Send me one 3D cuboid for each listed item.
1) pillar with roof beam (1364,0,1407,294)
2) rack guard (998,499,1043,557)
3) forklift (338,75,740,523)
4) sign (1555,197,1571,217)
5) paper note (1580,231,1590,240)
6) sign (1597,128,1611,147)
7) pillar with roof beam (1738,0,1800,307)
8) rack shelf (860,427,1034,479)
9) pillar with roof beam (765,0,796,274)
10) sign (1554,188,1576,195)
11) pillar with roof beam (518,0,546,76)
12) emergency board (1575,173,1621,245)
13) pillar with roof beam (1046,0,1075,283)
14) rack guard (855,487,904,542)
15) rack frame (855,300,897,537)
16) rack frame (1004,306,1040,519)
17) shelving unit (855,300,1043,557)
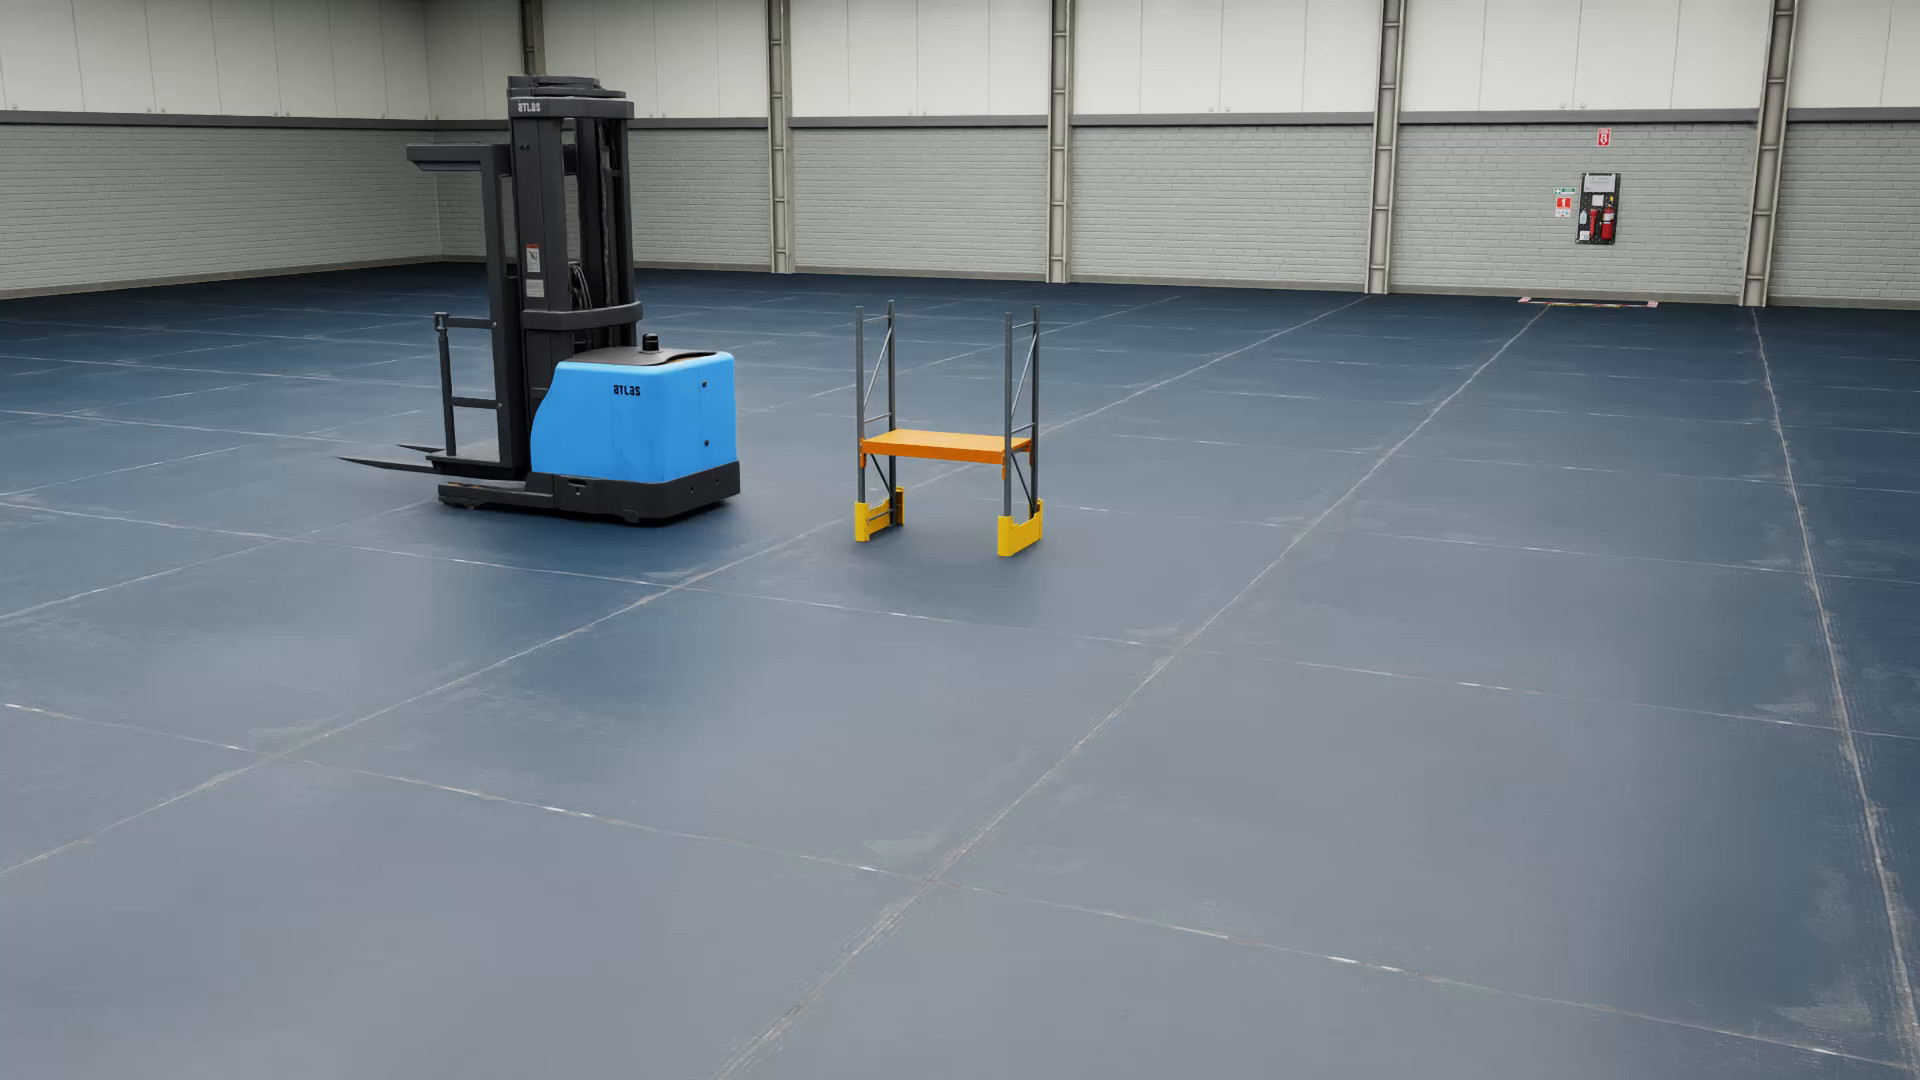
[{"bbox_3d":[5.619,-7.843,24.480,0.400,9.000,9.100,6,14,23],"label":"pillar with roof beam"},{"bbox_3d":[0.386,-0.083,10.560,0.087,0.250,0.587,6,14,23],"label":"rack guard"},{"bbox_3d":[-3.126,-1.745,11.775,3.031,2.935,1.130,6,15,25],"label":"forklift"},{"bbox_3d":[10.140,-5.593,27.946,0.234,0.329,0.001,6,14,23],"label":"sign"},{"bbox_3d":[10.470,-5.105,27.872,0.142,0.148,0.016,6,14,23],"label":"paper note"},{"bbox_3d":[10.637,-6.653,27.467,0.199,0.298,0.001,6,14,23],"label":"sign"},{"bbox_3d":[11.105,-7.288,22.114,0.400,9.000,9.100,6,14,23],"label":"pillar with roof beam"},{"bbox_3d":[-0.078,-0.563,10.658,1.000,0.185,0.538,6,14,23],"label":"rack shelf"},{"bbox_3d":[-5.353,-8.953,29.212,0.400,9.000,9.100,6,14,23],"label":"pillar with roof beam"},{"bbox_3d":[10.141,-5.849,27.875,0.331,0.109,0.001,6,14,23],"label":"sign"},{"bbox_3d":[-10.839,-9.508,31.578,0.400,9.000,9.100,6,14,23],"label":"pillar with roof beam"},{"bbox_3d":[10.604,-5.503,27.640,0.643,1.169,0.194,6,14,23],"label":"emergency board"},{"bbox_3d":[0.133,-8.398,26.846,0.400,9.000,9.100,6,14,23],"label":"pillar with roof beam"},{"bbox_3d":[-0.525,-0.175,10.953,0.087,0.250,0.587,6,14,23],"label":"rack guard"},{"bbox_3d":[-0.543,-0.785,10.818,0.032,1.500,0.500,6,14,23],"label":"rack frame"},{"bbox_3d":[0.387,-0.691,10.417,0.032,1.500,0.500,6,14,23],"label":"rack frame"},{"bbox_3d":[-0.070,-0.737,10.614,1.083,1.500,0.587,6,14,23],"label":"shelving unit"}]
